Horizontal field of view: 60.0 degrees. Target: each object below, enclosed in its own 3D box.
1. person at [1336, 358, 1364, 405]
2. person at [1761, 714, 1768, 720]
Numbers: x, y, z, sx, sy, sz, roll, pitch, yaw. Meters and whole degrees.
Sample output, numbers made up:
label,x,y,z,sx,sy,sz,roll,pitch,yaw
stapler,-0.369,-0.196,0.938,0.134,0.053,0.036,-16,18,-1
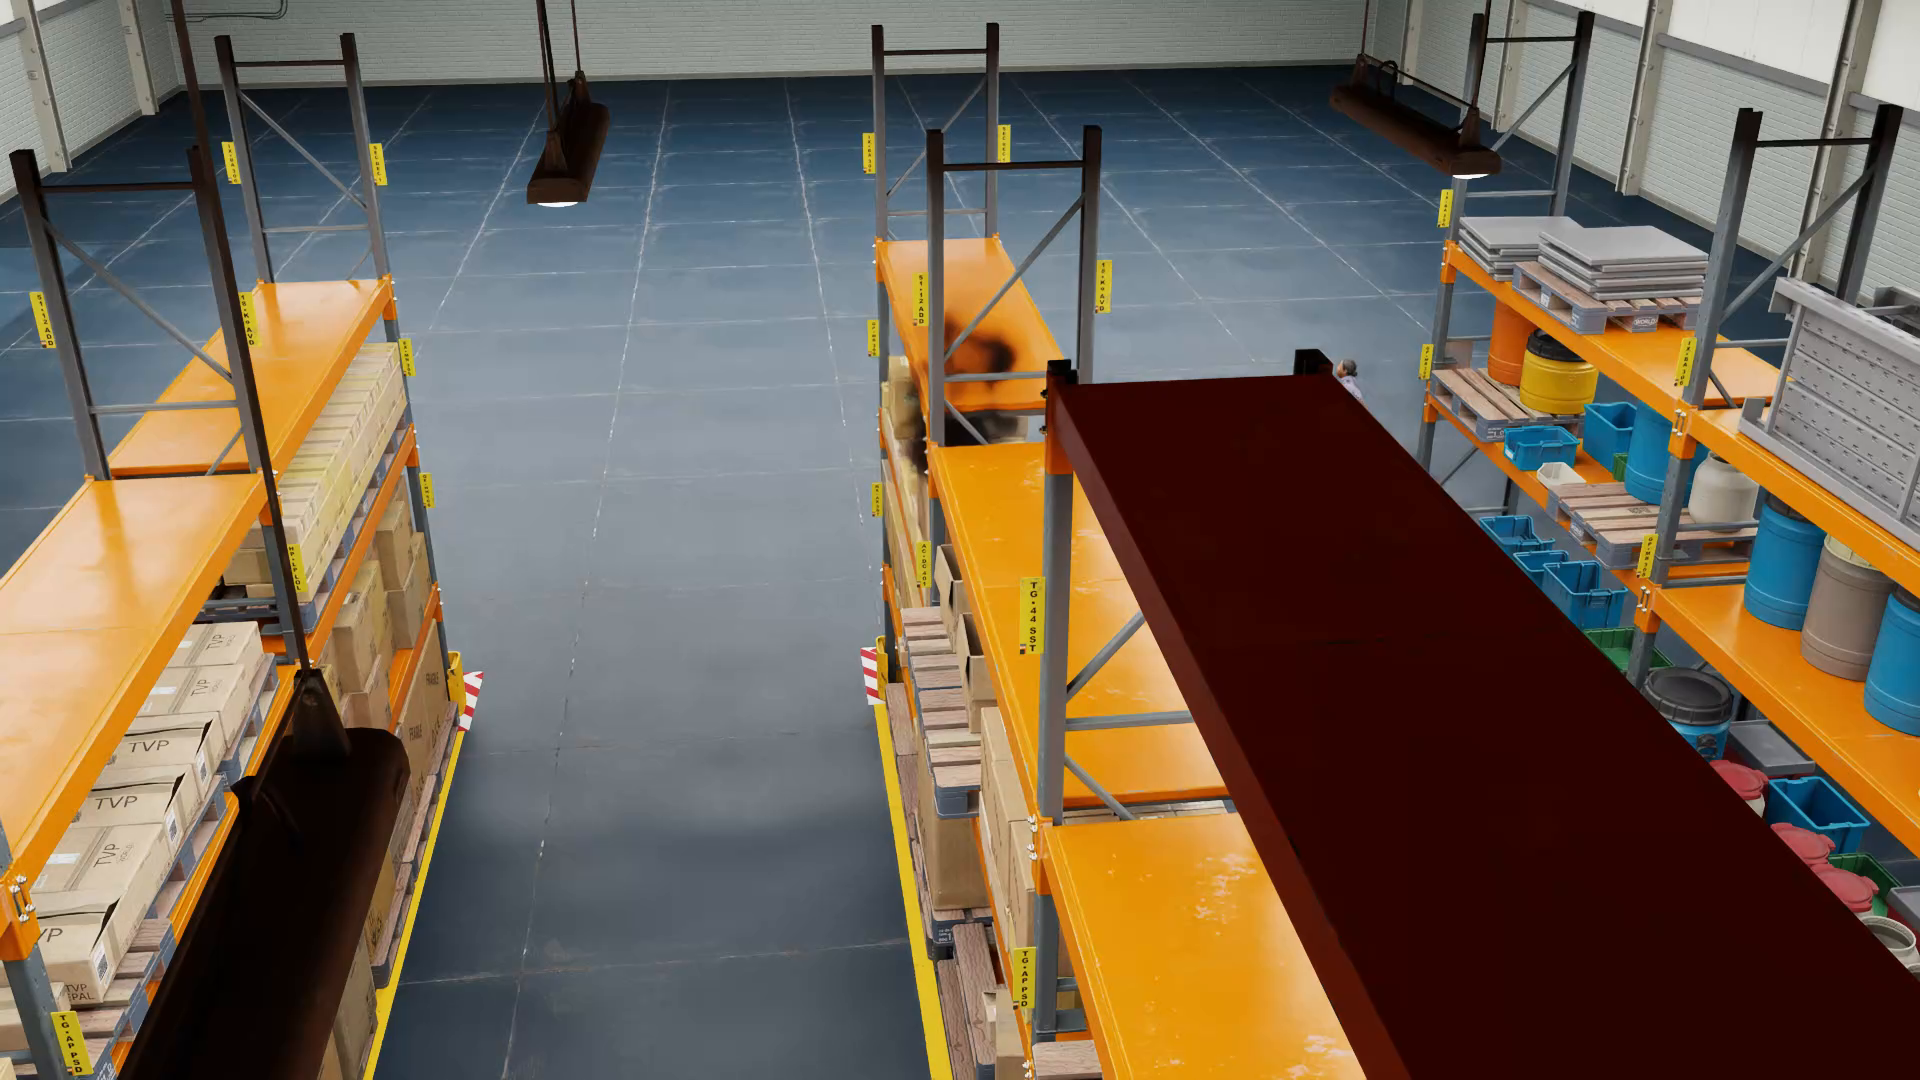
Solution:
label,x,y,z,sx,sy,sz,roll,pitch,yaw
person,4.509,-1.294,19.332,0.888,1.685,0.613,10,27,20
person,6.650,1.476,13.399,0.702,1.738,0.627,-6,26,-11
